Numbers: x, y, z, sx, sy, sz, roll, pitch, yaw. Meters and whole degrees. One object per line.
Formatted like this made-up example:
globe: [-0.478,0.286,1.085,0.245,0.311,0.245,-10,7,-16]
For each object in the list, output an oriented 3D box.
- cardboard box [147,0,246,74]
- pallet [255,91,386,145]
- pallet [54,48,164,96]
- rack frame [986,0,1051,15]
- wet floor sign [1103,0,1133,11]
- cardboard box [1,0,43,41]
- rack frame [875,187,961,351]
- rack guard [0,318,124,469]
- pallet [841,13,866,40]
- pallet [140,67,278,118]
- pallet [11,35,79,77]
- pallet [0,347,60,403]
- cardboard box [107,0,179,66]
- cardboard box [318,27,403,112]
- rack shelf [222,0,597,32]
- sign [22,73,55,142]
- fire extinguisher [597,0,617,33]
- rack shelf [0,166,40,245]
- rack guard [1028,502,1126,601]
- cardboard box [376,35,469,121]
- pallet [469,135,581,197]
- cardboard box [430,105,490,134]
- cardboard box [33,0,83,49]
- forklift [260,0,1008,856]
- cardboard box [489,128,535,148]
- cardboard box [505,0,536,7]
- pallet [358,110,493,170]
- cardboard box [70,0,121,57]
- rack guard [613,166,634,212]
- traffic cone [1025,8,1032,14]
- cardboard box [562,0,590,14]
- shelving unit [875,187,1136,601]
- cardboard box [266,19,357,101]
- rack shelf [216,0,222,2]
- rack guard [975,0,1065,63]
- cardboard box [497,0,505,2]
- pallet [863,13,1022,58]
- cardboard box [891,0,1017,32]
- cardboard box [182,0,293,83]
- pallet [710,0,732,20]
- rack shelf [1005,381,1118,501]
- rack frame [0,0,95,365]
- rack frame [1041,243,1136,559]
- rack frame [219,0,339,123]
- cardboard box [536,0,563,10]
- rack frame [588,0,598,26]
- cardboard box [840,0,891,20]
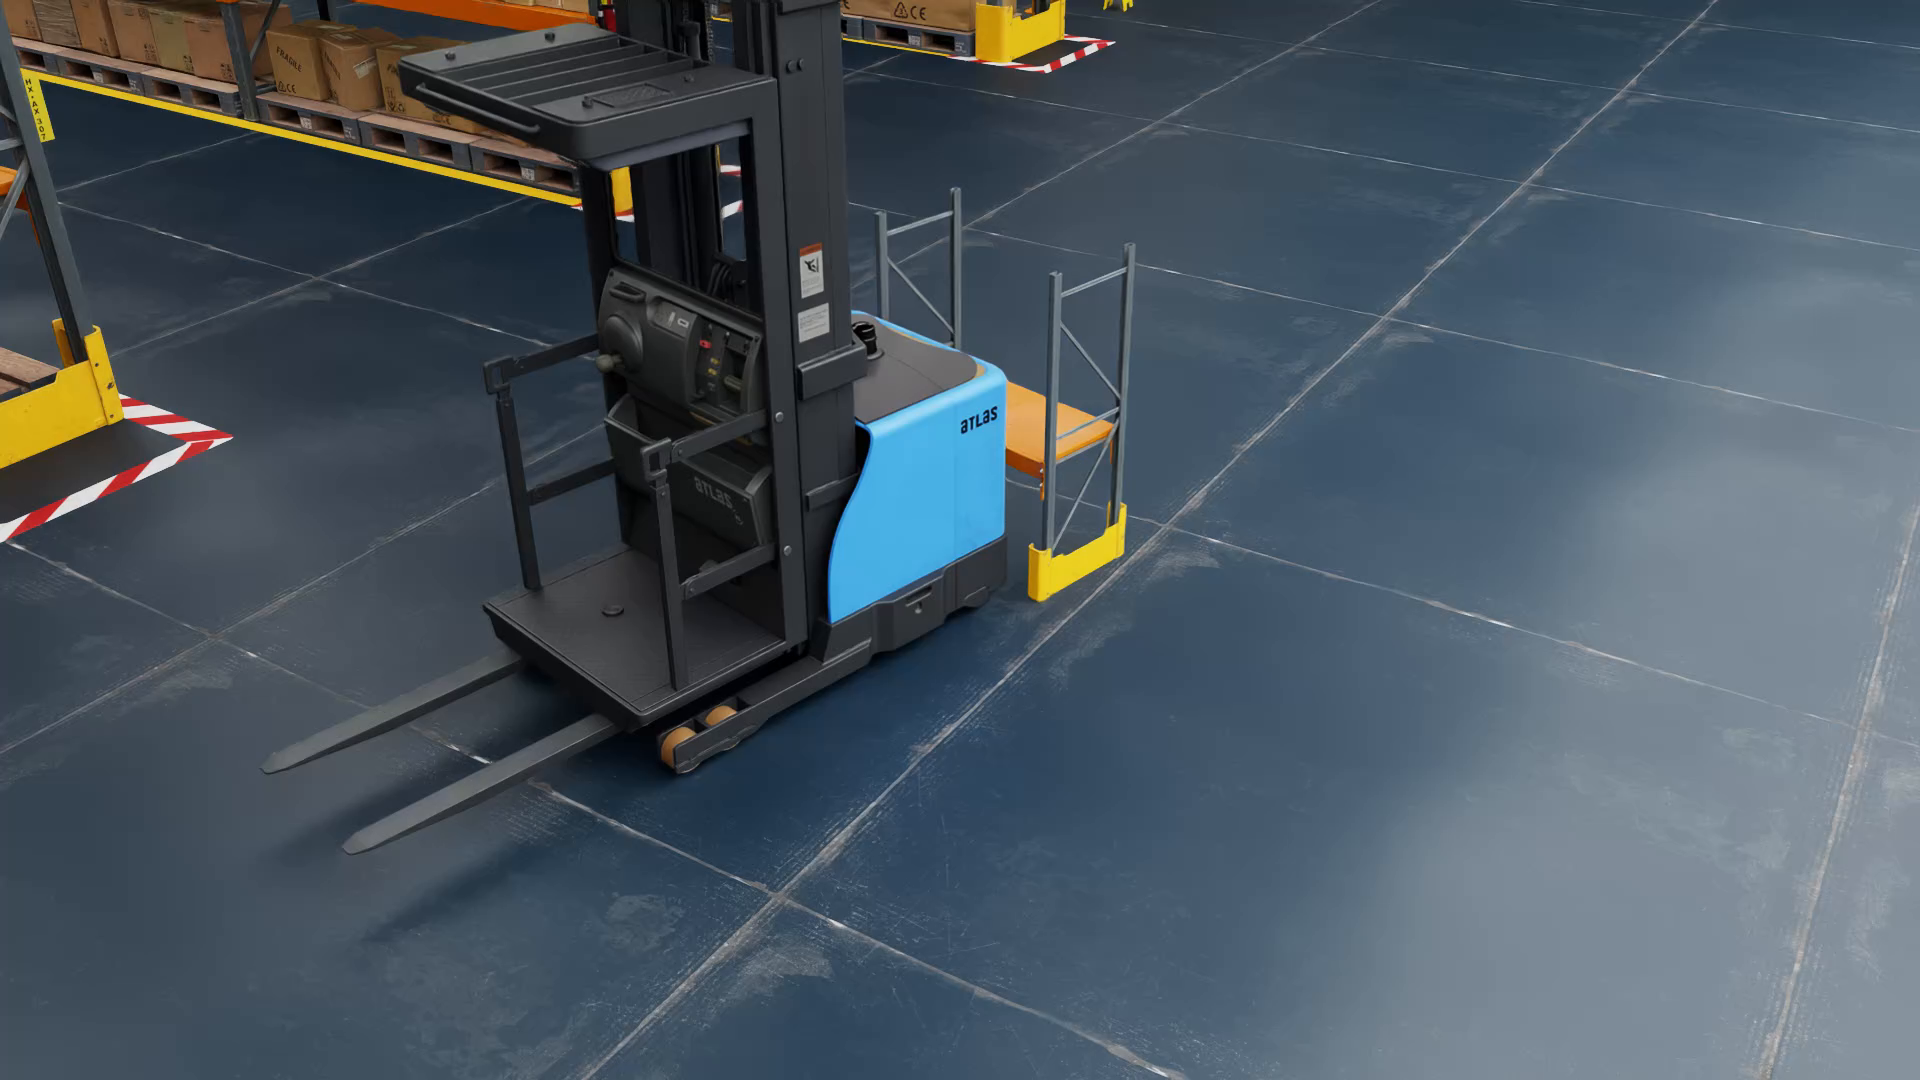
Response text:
cardboard box: [-6.459,-4.357,14.286,0.500,0.500,0.700,17,34,27]
pallet: [-4.969,-3.568,13.657,1.213,0.211,1.003,18,35,27]
pallet: [-7.254,-4.267,14.855,1.213,0.211,1.003,18,35,27]
rack frame: [0.554,-5.956,14.982,0.127,3.000,1.000,18,35,27]
wet floor sign: [1.631,-5.776,17.010,0.232,0.644,0.267,12,32,19]
cardboard box: [-8.366,-4.948,15.299,0.500,0.500,0.700,16,34,25]
rack frame: [-0.183,-0.850,7.719,0.032,1.500,0.500,27,39,37]
rack guard: [-4.891,-0.672,8.406,0.348,0.500,1.175,18,35,27]
pallet: [-1.194,-5.259,16.555,1.213,0.211,1.003,18,35,27]
pallet: [-6.216,-3.941,14.296,1.213,0.211,1.003,18,35,27]
pallet: [-8.283,-4.594,15.416,1.213,0.211,1.003,18,35,27]
pallet: [-5.576,-0.768,8.856,1.213,0.211,1.003,18,35,27]
cardboard box: [-6.933,-4.507,14.543,0.500,0.500,0.700,14,33,23]
cardboard box: [-4.750,-3.765,13.290,0.500,0.500,0.500,-23,37,-33]
rack shelf: [-3.862,-4.091,12.499,4.000,0.370,1.077,18,35,27]
sign: [-4.505,-2.105,8.107,0.005,0.325,0.100,18,35,27]
fire extinguisher: [-2.316,-3.605,11.029,0.183,0.674,0.296,18,35,27]
rack shelf: [-6.495,-1.977,8.876,4.000,0.370,1.077,18,35,27]
rack guard: [0.525,0.044,7.427,0.087,0.250,0.587,27,39,37]
cardboard box: [-4.182,-3.632,13.062,0.500,0.500,0.500,14,33,23]
pallet: [-2.902,-2.914,12.536,1.213,0.211,1.003,18,35,27]
cardboard box: [-3.733,-3.463,12.773,0.500,0.500,0.500,21,36,32]
cardboard box: [-7.889,-4.805,15.054,0.500,0.500,0.700,15,33,23]
forklift: [-1.191,-0.686,6.018,3.031,2.935,1.130,-27,39,-38]
cardboard box: [-3.213,-3.287,12.472,0.500,0.500,0.500,-25,38,-36]
cardboard box: [-2.970,-3.858,11.635,0.250,0.149,0.380,18,35,27]
pallet: [-3.931,-3.242,13.097,1.213,0.211,1.003,18,35,27]
cardboard box: [-7.406,-4.656,14.799,0.500,0.500,0.700,21,36,31]
rack guard: [-2.233,-2.806,12.064,0.348,0.500,1.175,18,35,27]
traffic cone: [0.859,-5.608,16.904,0.334,0.463,0.336,18,35,27]
cardboard box: [-2.519,-3.746,11.443,0.250,0.149,0.380,18,35,27]
shelving unit: [0.172,-0.673,7.415,1.083,1.500,0.587,27,39,37]
cardboard box: [-5.239,-3.915,13.548,0.500,0.500,0.500,16,34,26]
rack shelf: [-7.250,-5.162,14.336,4.000,0.370,1.077,18,35,27]
rack guard: [0.574,-4.869,15.601,0.348,0.500,1.175,18,35,27]
cardboard box: [-3.174,-3.931,11.761,0.250,0.149,0.380,18,35,27]
pallet: [-0.165,-4.932,15.994,1.213,0.211,1.003,18,35,27]
cardboard box: [-0.055,-5.373,15.674,0.875,0.875,0.875,18,35,28]
cardboard box: [-6.065,-4.221,14.053,0.500,0.500,0.700,15,33,24]
pallet: [-2.231,-5.586,17.115,1.213,0.211,1.003,18,35,27]
rack shelf: [0.178,-0.514,7.500,1.000,0.185,0.538,27,39,37]
rack frame: [-4.801,-1.752,7.776,0.127,3.000,1.000,18,35,27]
rack frame: [0.539,-0.489,7.100,0.032,1.500,0.500,27,39,37]
rack frame: [-5.556,-4.937,13.236,0.127,3.000,1.000,18,35,27]
cardboard box: [-2.731,-3.813,11.558,0.250,0.149,0.380,18,35,27]
rack frame: [-2.168,-3.866,11.400,0.127,3.000,1.000,18,35,27]
cardboard box: [-0.802,-5.608,16.077,0.875,0.875,0.875,17,34,27]
